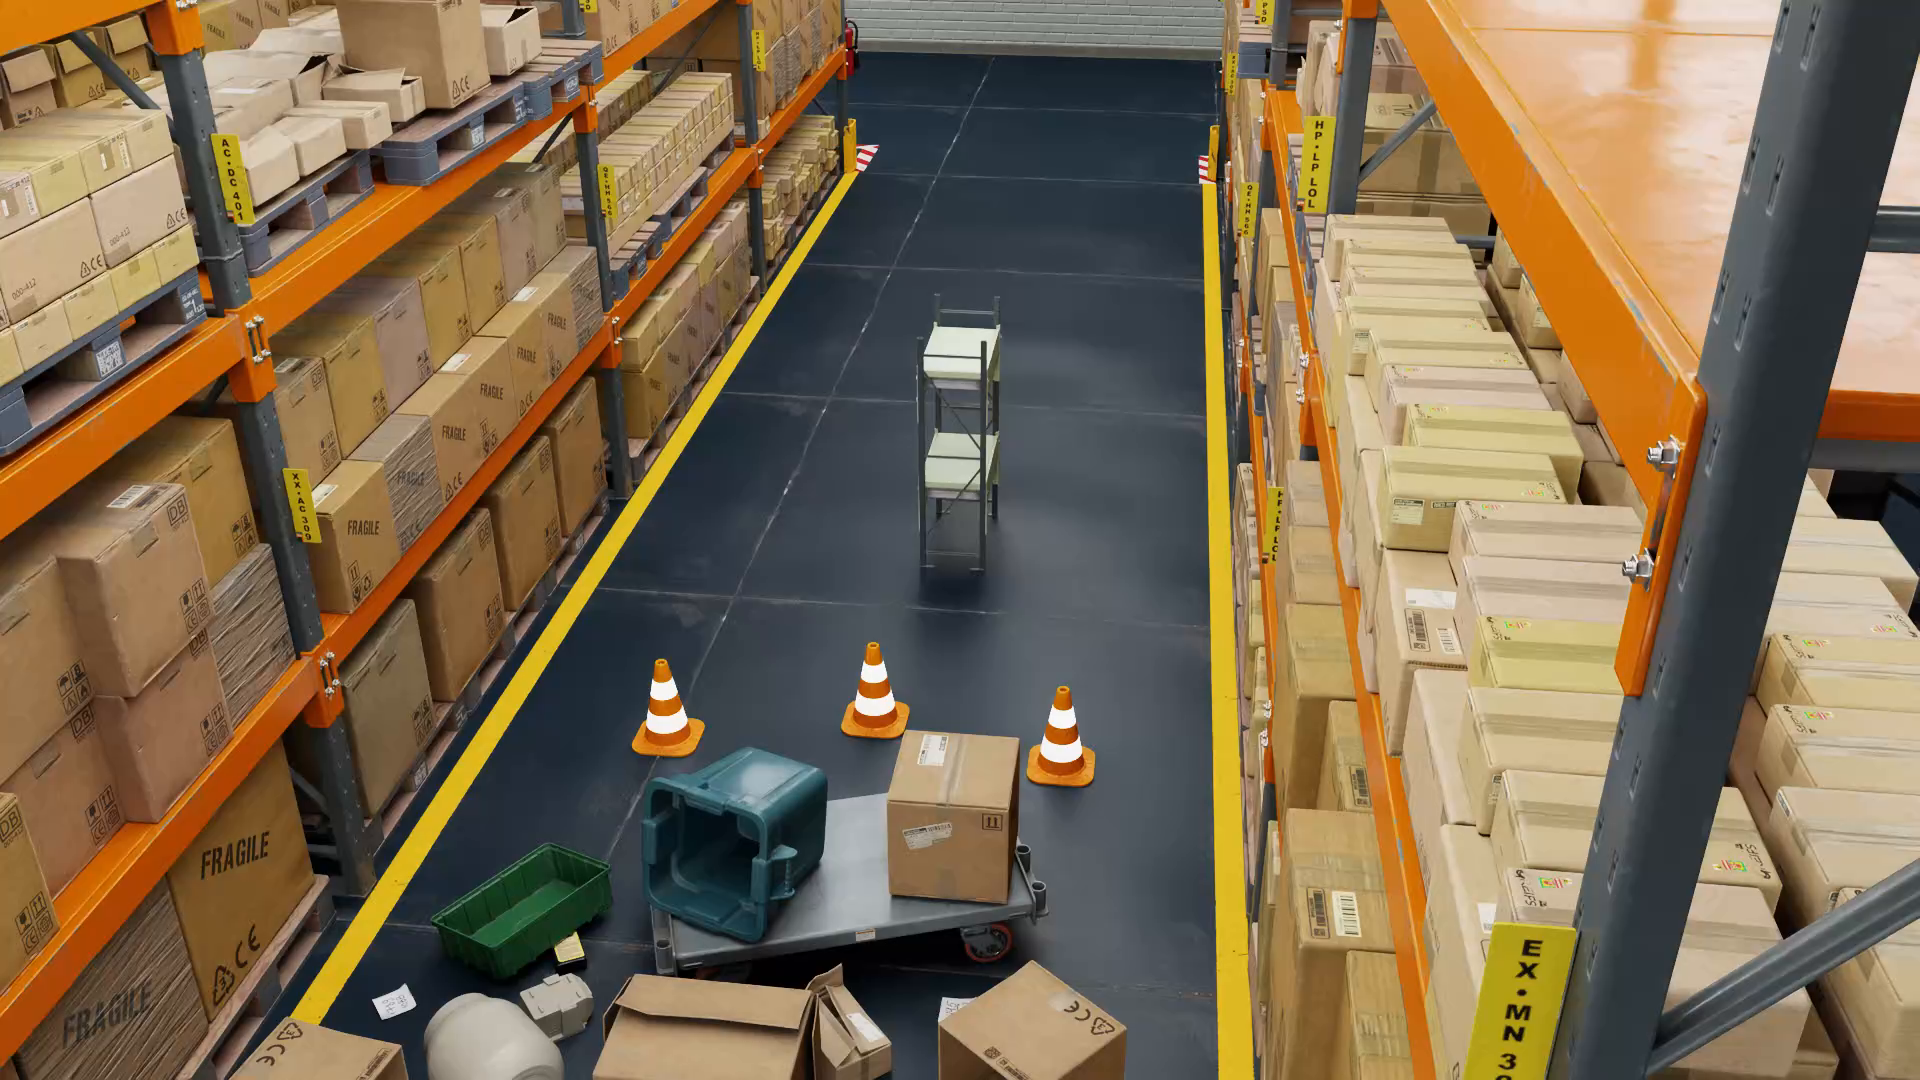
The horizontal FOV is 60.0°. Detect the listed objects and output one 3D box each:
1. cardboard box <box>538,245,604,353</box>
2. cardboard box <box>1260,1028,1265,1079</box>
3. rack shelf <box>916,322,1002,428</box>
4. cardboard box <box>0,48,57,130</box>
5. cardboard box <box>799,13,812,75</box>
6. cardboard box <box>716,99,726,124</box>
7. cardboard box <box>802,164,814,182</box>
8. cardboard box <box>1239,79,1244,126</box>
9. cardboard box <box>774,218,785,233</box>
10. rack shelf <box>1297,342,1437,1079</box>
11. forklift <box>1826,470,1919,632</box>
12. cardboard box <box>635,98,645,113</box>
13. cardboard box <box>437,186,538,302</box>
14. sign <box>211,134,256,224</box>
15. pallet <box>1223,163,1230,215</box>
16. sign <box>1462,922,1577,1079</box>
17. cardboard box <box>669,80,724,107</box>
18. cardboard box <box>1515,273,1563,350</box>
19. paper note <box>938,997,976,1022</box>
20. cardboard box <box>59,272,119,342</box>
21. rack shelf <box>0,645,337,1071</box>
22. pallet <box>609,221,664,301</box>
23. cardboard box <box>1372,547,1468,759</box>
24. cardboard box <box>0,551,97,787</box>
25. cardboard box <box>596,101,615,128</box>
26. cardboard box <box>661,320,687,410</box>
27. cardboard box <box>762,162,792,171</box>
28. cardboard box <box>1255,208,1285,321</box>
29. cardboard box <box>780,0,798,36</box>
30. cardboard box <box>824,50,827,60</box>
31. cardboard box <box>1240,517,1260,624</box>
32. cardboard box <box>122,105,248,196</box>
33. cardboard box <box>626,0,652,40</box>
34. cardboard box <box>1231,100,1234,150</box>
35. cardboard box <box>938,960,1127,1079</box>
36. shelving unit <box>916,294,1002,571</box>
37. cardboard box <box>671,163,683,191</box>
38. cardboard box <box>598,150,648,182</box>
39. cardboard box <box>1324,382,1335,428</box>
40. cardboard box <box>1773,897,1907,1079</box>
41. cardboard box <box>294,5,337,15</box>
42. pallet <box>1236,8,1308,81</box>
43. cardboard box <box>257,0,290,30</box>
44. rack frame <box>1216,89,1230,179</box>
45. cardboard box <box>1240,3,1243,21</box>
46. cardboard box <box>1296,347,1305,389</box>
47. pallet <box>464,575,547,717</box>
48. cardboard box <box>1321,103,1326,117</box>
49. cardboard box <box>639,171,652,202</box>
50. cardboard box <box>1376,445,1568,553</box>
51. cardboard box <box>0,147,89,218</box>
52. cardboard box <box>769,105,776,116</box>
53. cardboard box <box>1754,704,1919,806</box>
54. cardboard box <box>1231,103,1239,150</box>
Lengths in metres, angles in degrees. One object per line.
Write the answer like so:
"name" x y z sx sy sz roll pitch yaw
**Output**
"cardboard box" -2.474 -1.450 9.965 0.500 0.500 0.500 3 28 6
"cardboard box" 1.355 2.029 6.070 0.500 0.250 0.500 5 29 9
"rack shelf" -0.001 -1.001 9.995 0.431 0.370 0.720 3 28 6
"cardboard box" -7.332 -3.421 12.566 0.797 0.503 0.637 4 29 8
"cardboard box" -1.697 -4.632 15.559 0.500 0.500 0.500 5 29 9
"cardboard box" -2.079 -3.399 13.197 0.380 0.149 0.250 4 29 7
"cardboard box" -1.649 -3.586 16.286 0.380 0.149 0.250 5 29 9
"cardboard box" 2.356 -3.329 12.399 0.500 0.500 0.500 3 28 6
"cardboard box" -1.820 -2.844 15.222 0.380 0.149 0.250 3 28 6
"rack shelf" 1.505 0.427 4.183 1.077 0.370 4.000 3 28 6
"forklift" 4.900 -0.828 8.988 1.130 2.935 3.031 -5 29 -10
"cardboard box" -2.730 -3.441 13.275 0.380 0.149 0.250 3 28 5
"cardboard box" -2.811 -1.669 9.318 0.700 0.500 0.500 3 28 5
"sign" -2.624 -1.302 6.005 0.100 0.325 0.005 3 28 6
"pallet" 3.200 -3.551 16.910 1.003 0.211 1.213 3 28 6
"sign" 0.711 0.620 2.132 0.100 0.325 0.005 3 28 6
"cardboard box" -2.083 -3.526 13.119 0.380 0.149 0.250 3 28 5
"cardboard box" 1.851 -0.666 4.876 0.380 0.149 0.250 4 29 7
"paper note" -0.008 1.947 6.896 0.148 0.019 0.142 3 28 6
"cardboard box" -2.964 -0.759 5.343 0.380 0.149 0.250 4 29 7
"rack shelf" -3.420 1.507 5.340 1.077 0.370 4.000 3 28 6
"pallet" -2.704 -1.891 11.091 1.213 0.211 1.003 3 28 6
"cardboard box" 1.177 0.249 3.599 0.500 0.250 0.500 4 29 8
"cardboard box" -3.409 0.391 5.356 0.875 0.550 0.550 3 28 6
"cardboard box" -2.826 -3.204 12.521 0.380 0.149 0.250 3 28 6
"cardboard box" -2.287 -1.273 11.935 0.500 0.500 0.500 4 29 7
"cardboard box" -1.800 -3.479 15.772 0.380 0.149 0.250 2 28 4
"cardboard box" 1.955 -1.555 9.404 0.500 0.500 0.500 3 28 5
"cardboard box" -1.757 -4.810 14.835 0.500 0.500 0.500 4 29 7
"cardboard box" -1.548 -4.885 16.712 0.380 0.149 0.250 3 28 6
"cardboard box" 2.078 0.192 9.351 0.950 0.372 0.625 3 28 5
"cardboard box" -3.248 -1.576 6.752 0.500 0.250 0.500 4 29 7
"cardboard box" -2.297 -3.487 10.584 0.500 0.500 0.500 3 28 6
"cardboard box" 2.533 -3.554 13.870 0.500 0.500 0.500 4 29 7
"cardboard box" 0.268 2.014 6.274 0.500 0.500 0.500 -24 36 -37
"shelving unit" -0.001 -0.657 10.181 0.431 1.500 0.755 3 28 6
"cardboard box" -2.236 -2.653 12.127 0.380 0.149 0.250 2 28 5
"cardboard box" -2.339 -2.543 11.294 0.380 0.149 0.250 2 28 4
"cardboard box" 1.378 -0.468 5.351 0.380 0.149 0.250 3 28 6
"cardboard box" 1.586 0.766 2.640 0.500 0.250 0.500 3 28 5
"cardboard box" -6.474 -5.318 17.095 0.500 0.250 0.500 3 28 5
"pallet" 2.266 -2.937 9.868 1.213 0.211 1.003 5 29 9
"cardboard box" -6.666 -4.934 15.593 0.500 0.500 0.500 2 28 5
"rack frame" 3.220 -5.159 16.956 1.000 3.000 0.127 3 28 6
"cardboard box" 2.452 -4.210 13.350 0.380 0.149 0.250 3 28 5
"cardboard box" 1.654 -0.712 7.155 0.380 0.149 0.250 3 28 5
"pallet" -3.009 0.533 9.329 1.003 0.211 1.213 3 28 6
"cardboard box" 1.808 -1.711 7.109 0.500 0.250 0.500 4 29 7
"cardboard box" -2.336 -2.427 11.393 0.380 0.149 0.250 3 29 6
"cardboard box" 1.163 -0.089 3.806 0.380 0.149 0.250 4 29 7
"cardboard box" -2.966 -1.113 5.158 0.380 0.149 0.250 3 28 6
"cardboard box" -1.858 -3.902 14.888 0.380 0.149 0.250 2 28 4
"cardboard box" 1.612 0.422 2.857 0.380 0.149 0.250 3 28 6
"cardboard box" 2.396 -3.240 13.024 0.500 0.250 0.500 3 28 5
